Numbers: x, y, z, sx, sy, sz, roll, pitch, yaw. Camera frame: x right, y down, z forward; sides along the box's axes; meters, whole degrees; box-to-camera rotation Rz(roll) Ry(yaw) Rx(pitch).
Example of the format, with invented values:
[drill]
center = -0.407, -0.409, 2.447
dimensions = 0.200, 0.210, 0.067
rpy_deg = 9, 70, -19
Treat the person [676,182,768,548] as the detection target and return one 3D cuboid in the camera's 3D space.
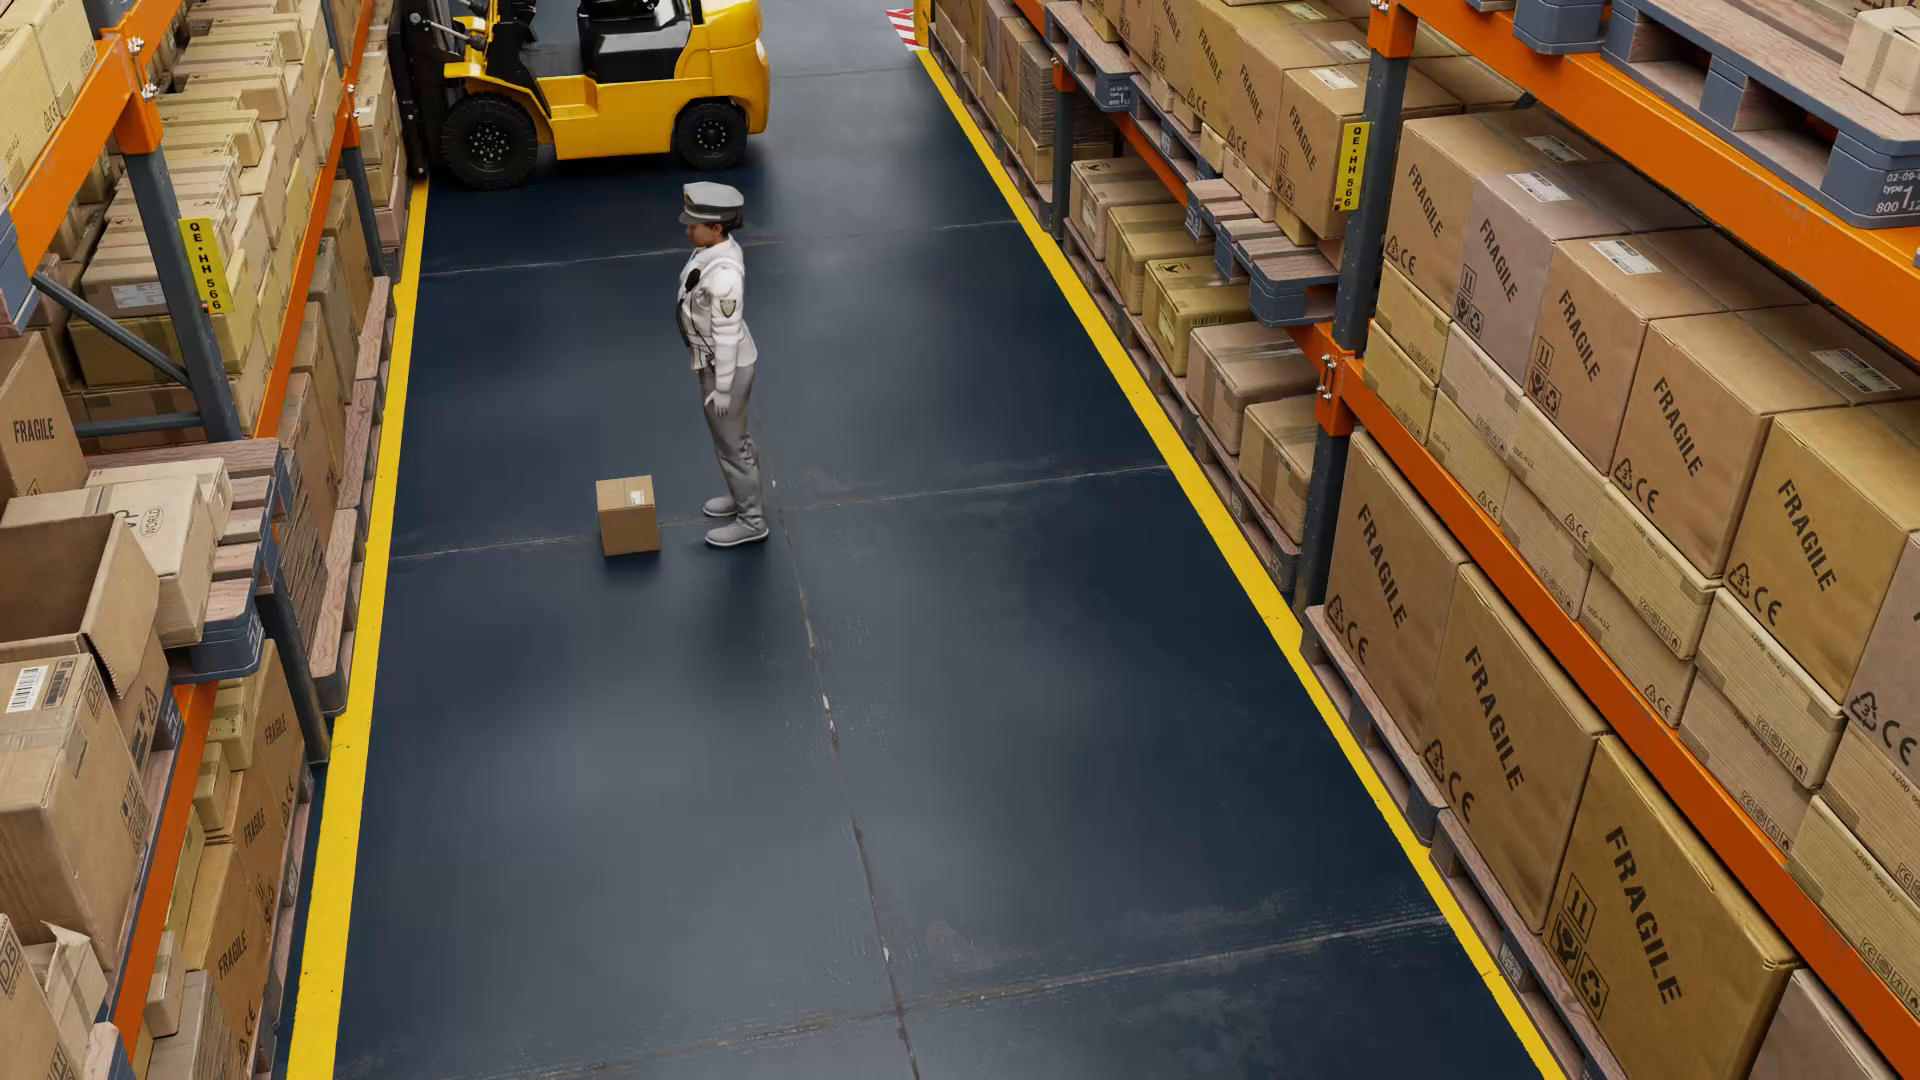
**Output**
[person]
center = -1.043, -0.747, 7.219
dimensions = 0.331, 1.675, 0.468
rpy_deg = -7, 35, -10
